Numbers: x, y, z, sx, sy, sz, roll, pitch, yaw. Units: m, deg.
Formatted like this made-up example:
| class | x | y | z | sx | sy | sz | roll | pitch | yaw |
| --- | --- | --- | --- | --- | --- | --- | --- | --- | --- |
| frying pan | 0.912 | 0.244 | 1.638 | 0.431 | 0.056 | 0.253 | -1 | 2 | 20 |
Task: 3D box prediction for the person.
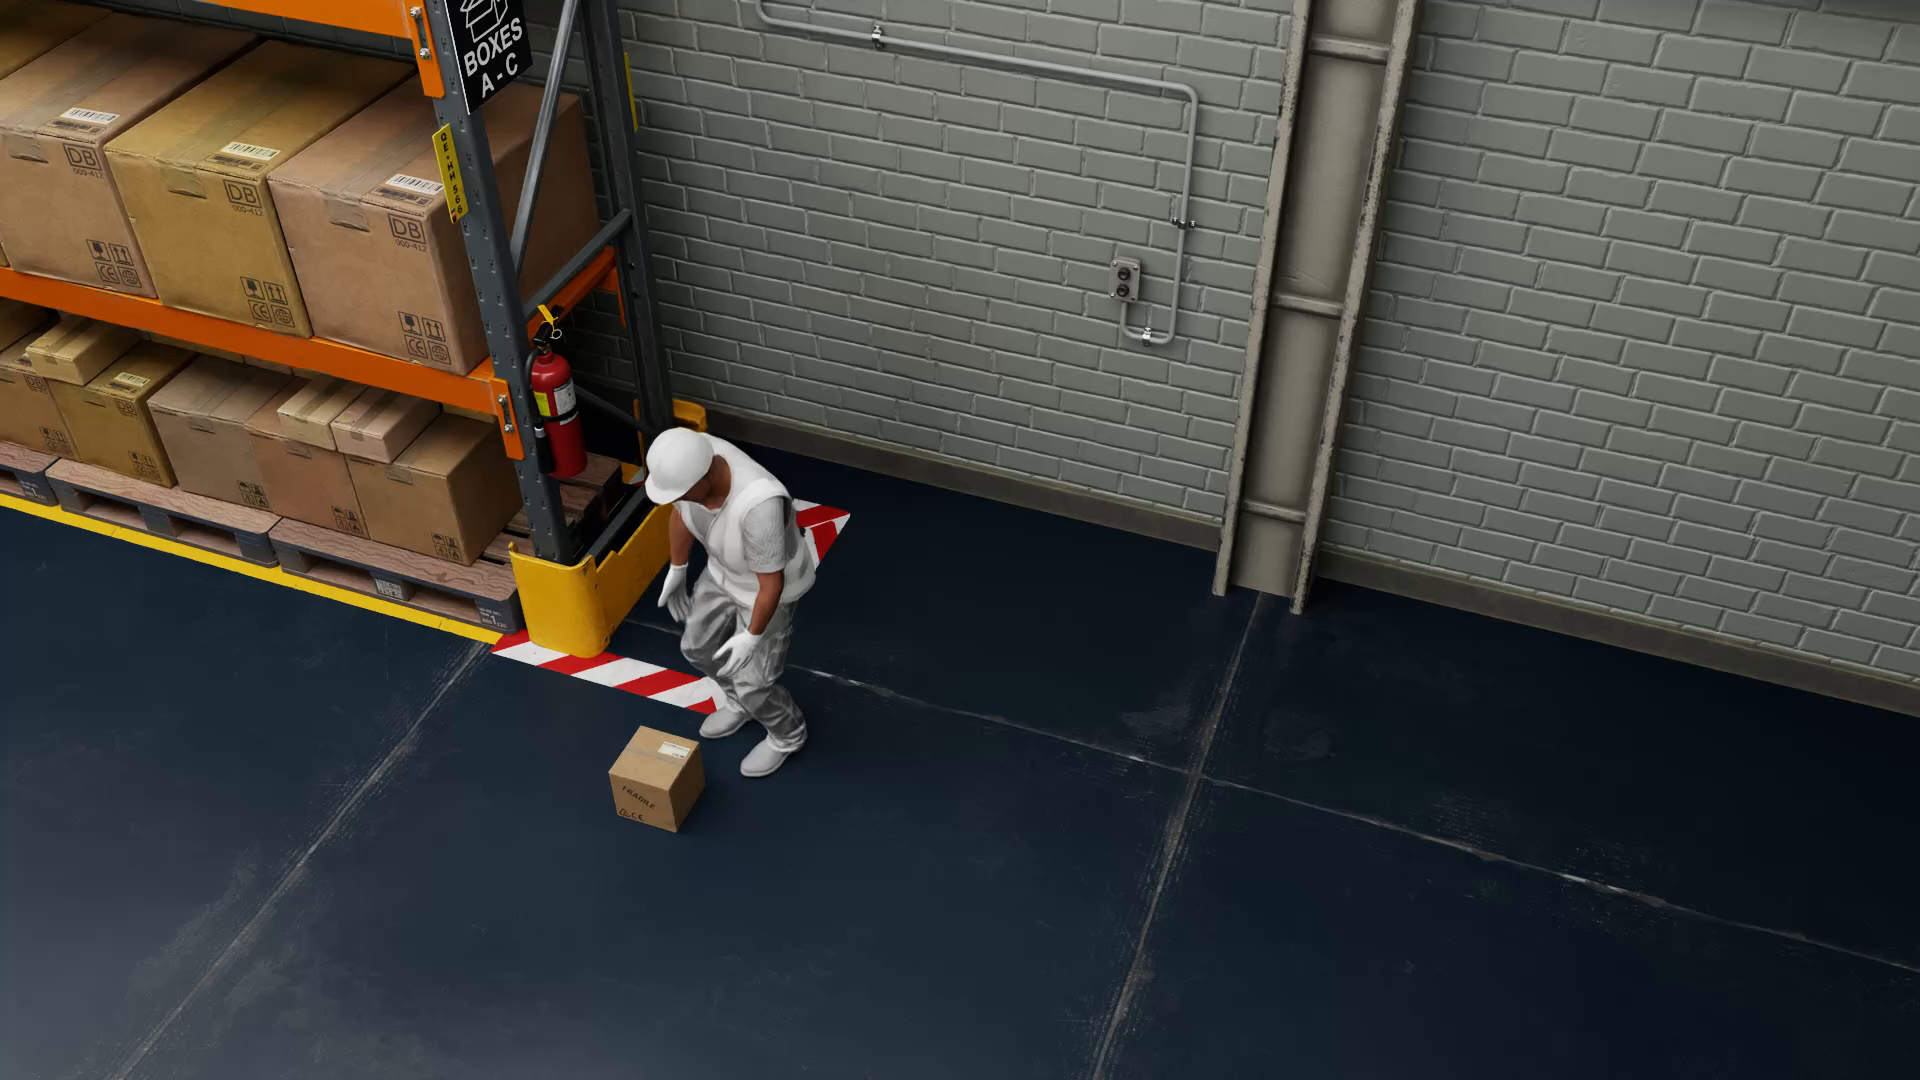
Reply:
| class | x | y | z | sx | sy | sz | roll | pitch | yaw |
| --- | --- | --- | --- | --- | --- | --- | --- | --- | --- |
| person | -0.803 | 0.197 | 6.026 | 0.584 | 1.644 | 0.594 | -30 | 49 | -30 |
